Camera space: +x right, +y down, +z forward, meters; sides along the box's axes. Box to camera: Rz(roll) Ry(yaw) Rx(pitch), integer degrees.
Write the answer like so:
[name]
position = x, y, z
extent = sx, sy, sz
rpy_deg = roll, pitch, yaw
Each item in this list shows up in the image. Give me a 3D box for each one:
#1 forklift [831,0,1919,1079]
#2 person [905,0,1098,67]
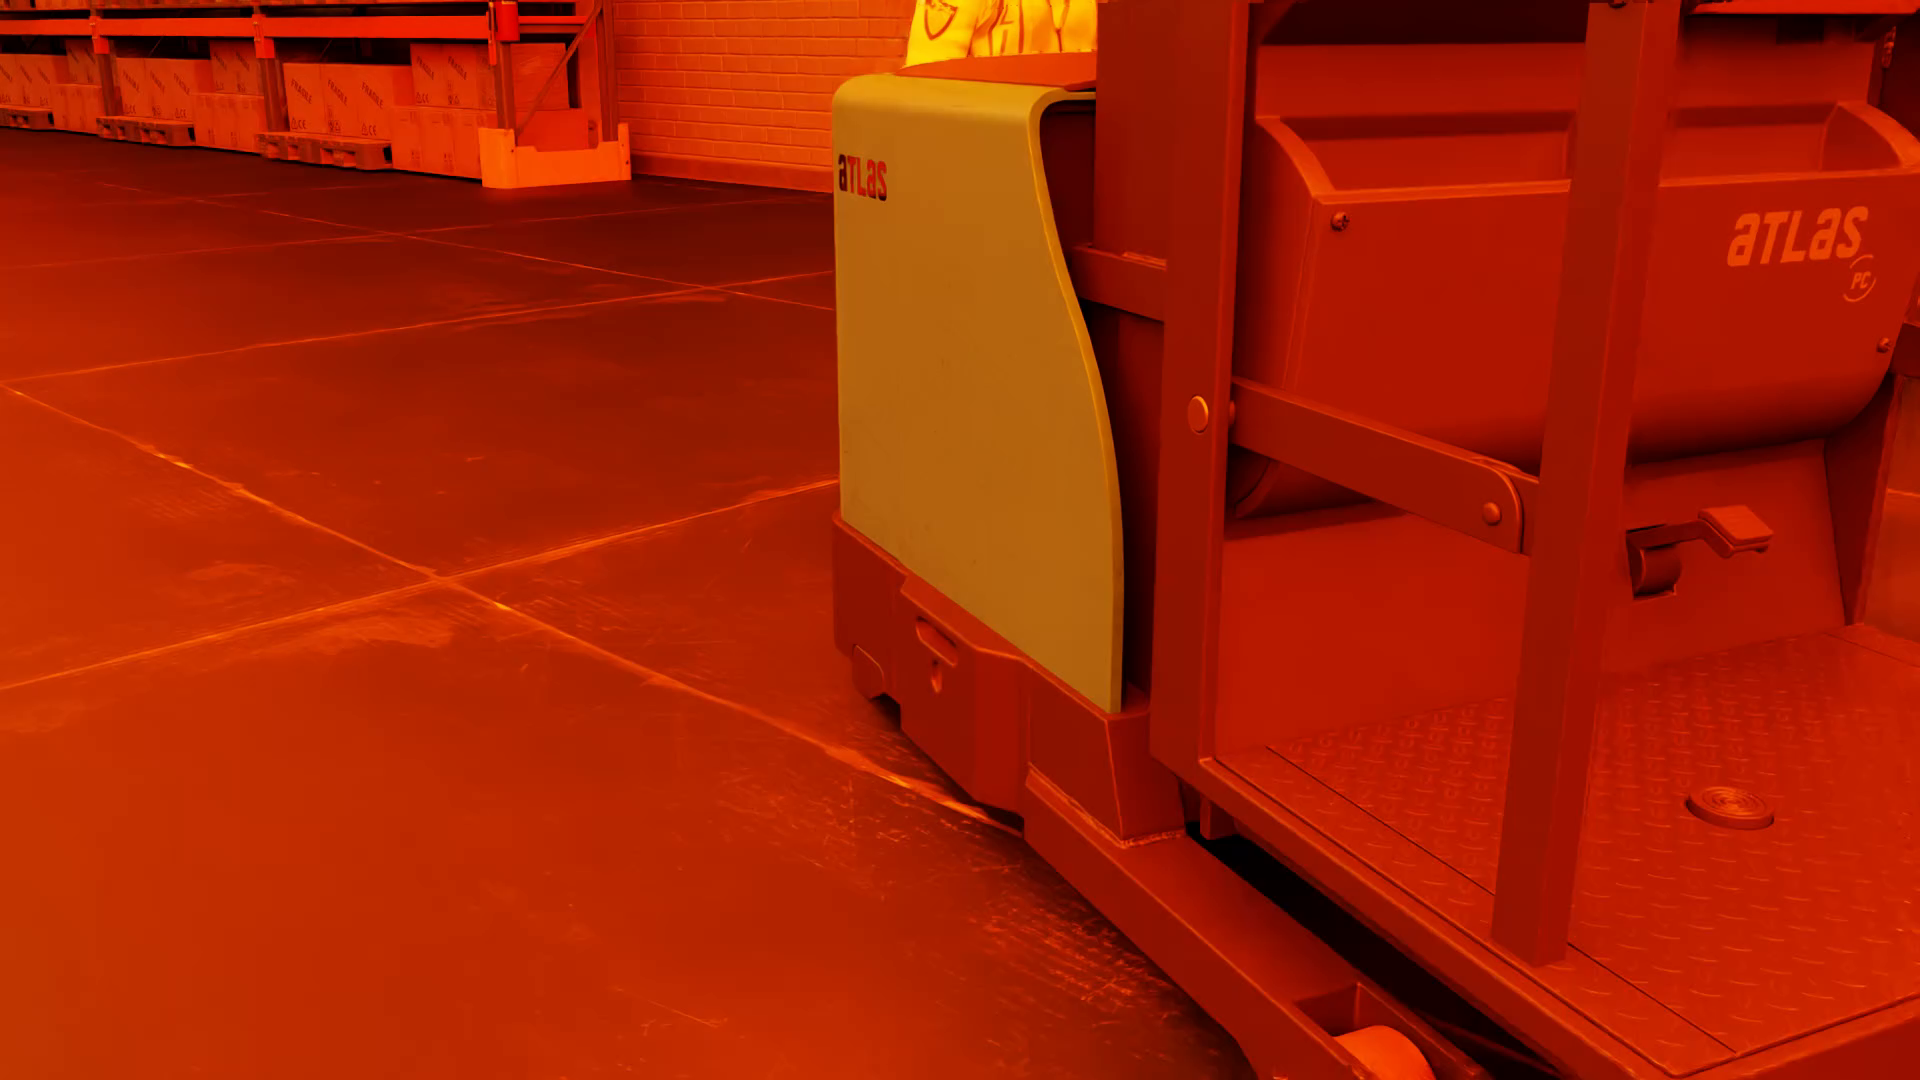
[forklift]
position = 0.844, -0.822, 1.584
extent = 1.130, 2.935, 3.031
rpy_deg = -8, 19, -23
[person]
position = 0.203, -0.742, 3.537
extent = 0.639, 1.636, 0.602
rpy_deg = -12, 21, -34
